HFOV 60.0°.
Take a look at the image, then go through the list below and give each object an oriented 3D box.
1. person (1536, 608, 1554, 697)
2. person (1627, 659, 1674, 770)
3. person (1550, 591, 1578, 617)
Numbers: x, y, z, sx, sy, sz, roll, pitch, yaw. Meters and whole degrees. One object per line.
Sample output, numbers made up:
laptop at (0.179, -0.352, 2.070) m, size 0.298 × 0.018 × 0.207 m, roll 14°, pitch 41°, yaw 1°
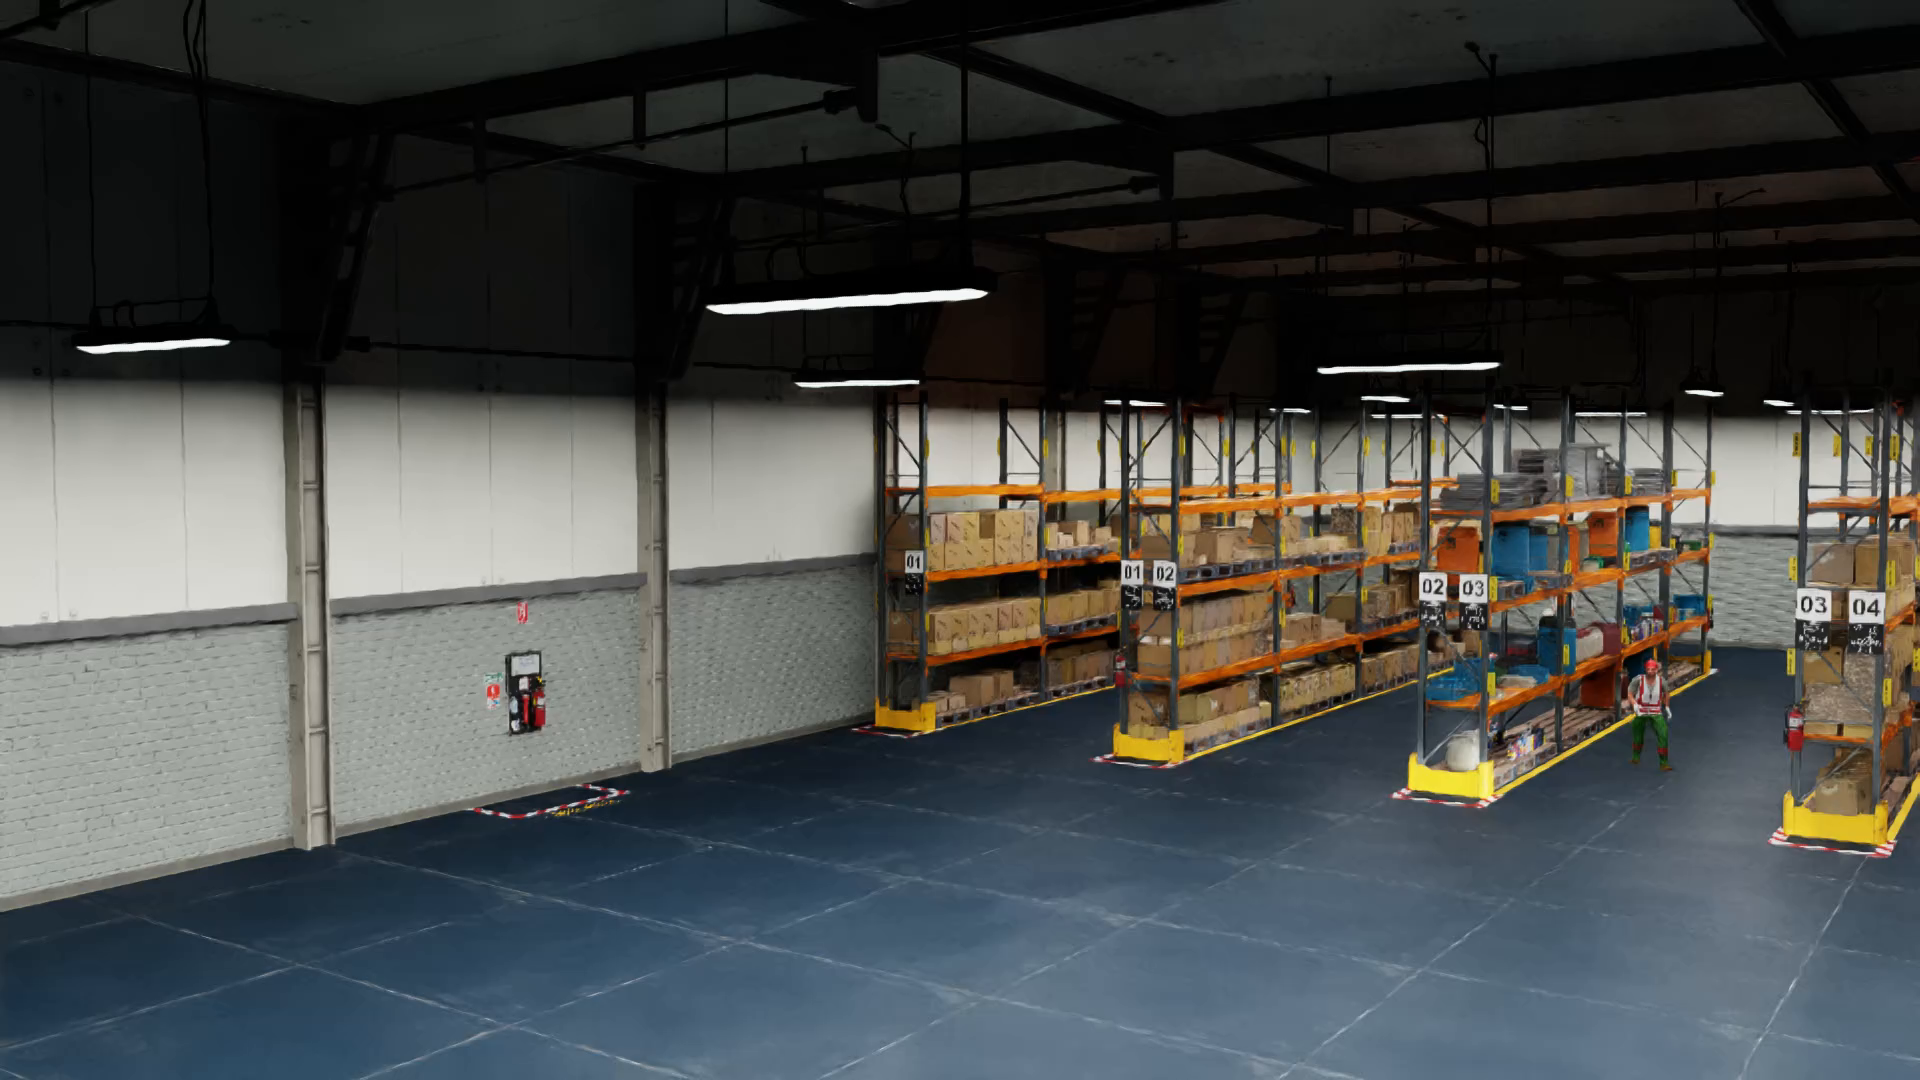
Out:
person at (11.811, 2.250, 33.569) m, size 0.787 × 1.760 × 0.629 m, roll -2°, pitch 4°, yaw -36°
person at (10.756, 2.692, 25.947) m, size 0.675 × 1.720 × 0.842 m, roll 1°, pitch 3°, yaw 18°
person at (15.434, 1.787, 42.553) m, size 0.663 × 1.726 × 0.574 m, roll 2°, pitch 4°, yaw 32°
